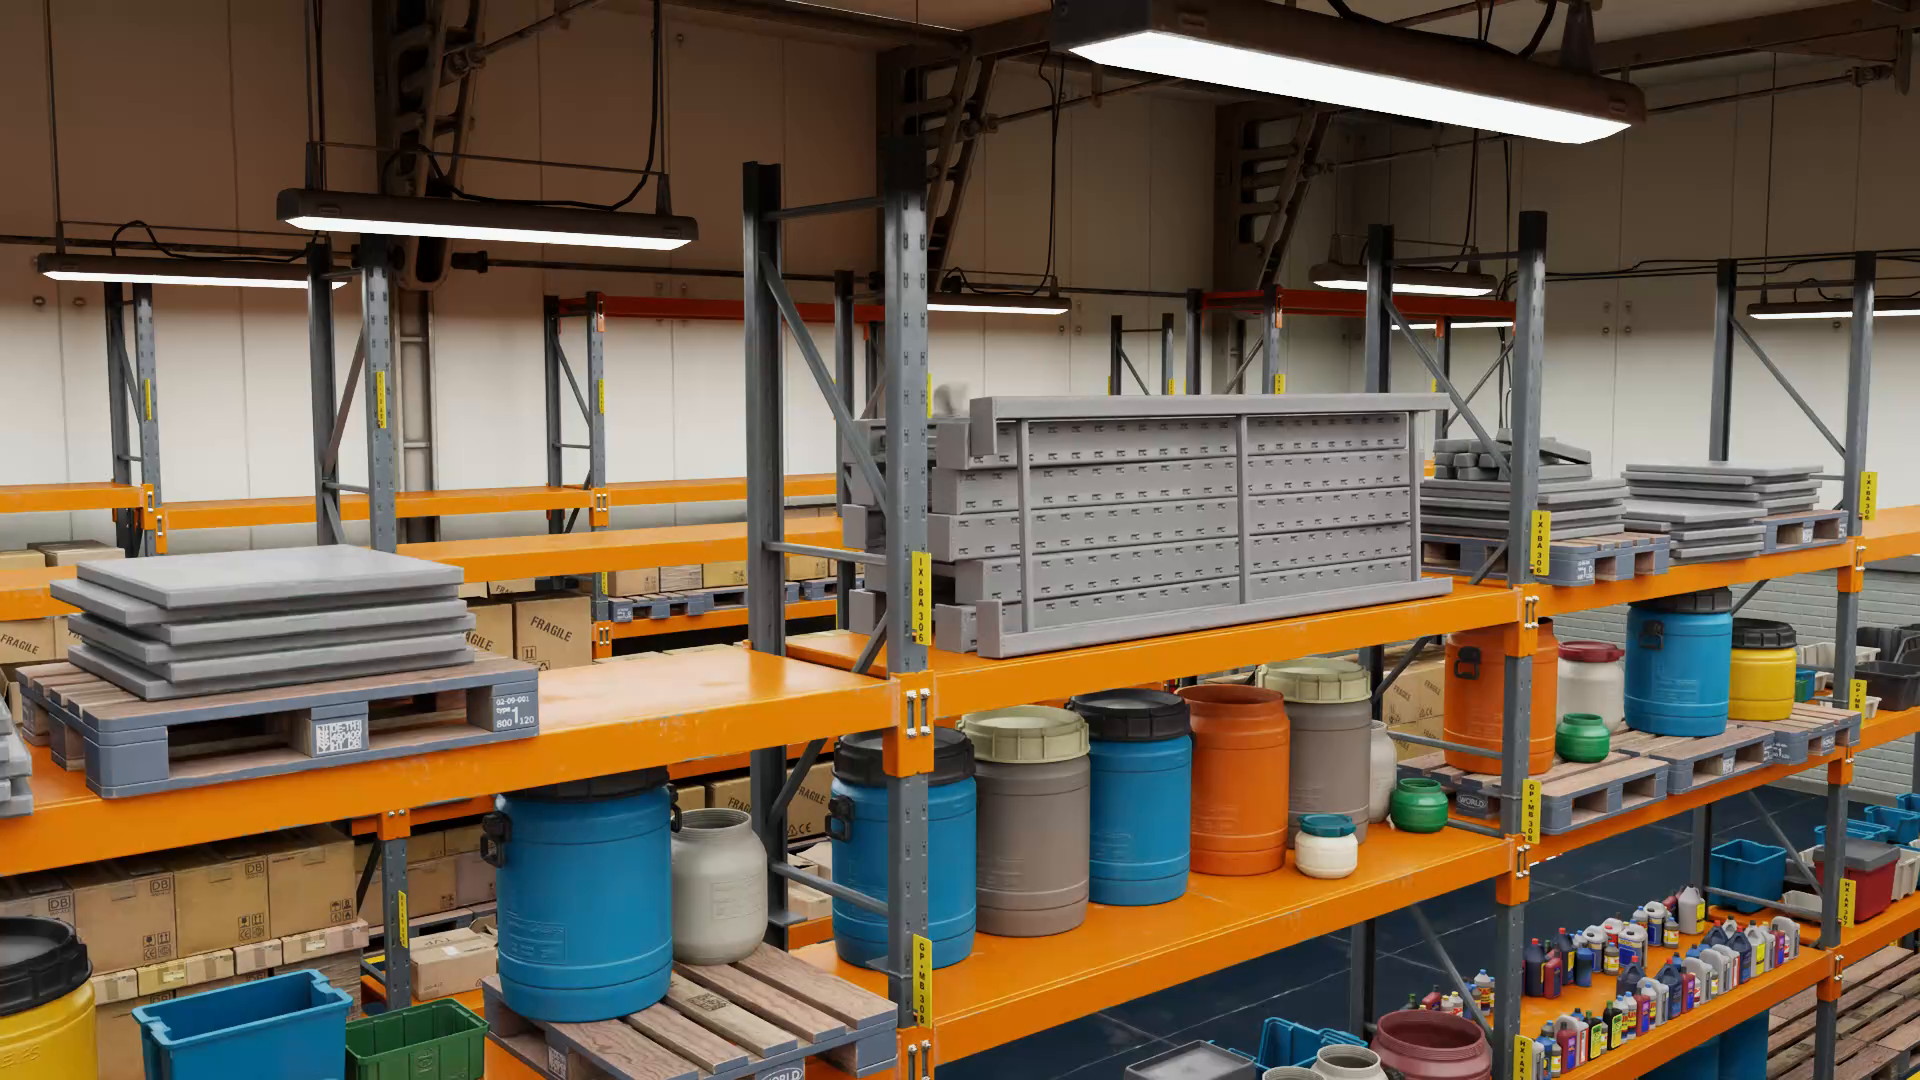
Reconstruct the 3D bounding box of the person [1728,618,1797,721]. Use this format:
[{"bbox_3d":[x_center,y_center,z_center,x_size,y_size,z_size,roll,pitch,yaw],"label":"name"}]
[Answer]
[{"bbox_3d":[12.504,2.319,6.489,6.703,2.735,16.771,-4,7,-38],"label":"person"}]
